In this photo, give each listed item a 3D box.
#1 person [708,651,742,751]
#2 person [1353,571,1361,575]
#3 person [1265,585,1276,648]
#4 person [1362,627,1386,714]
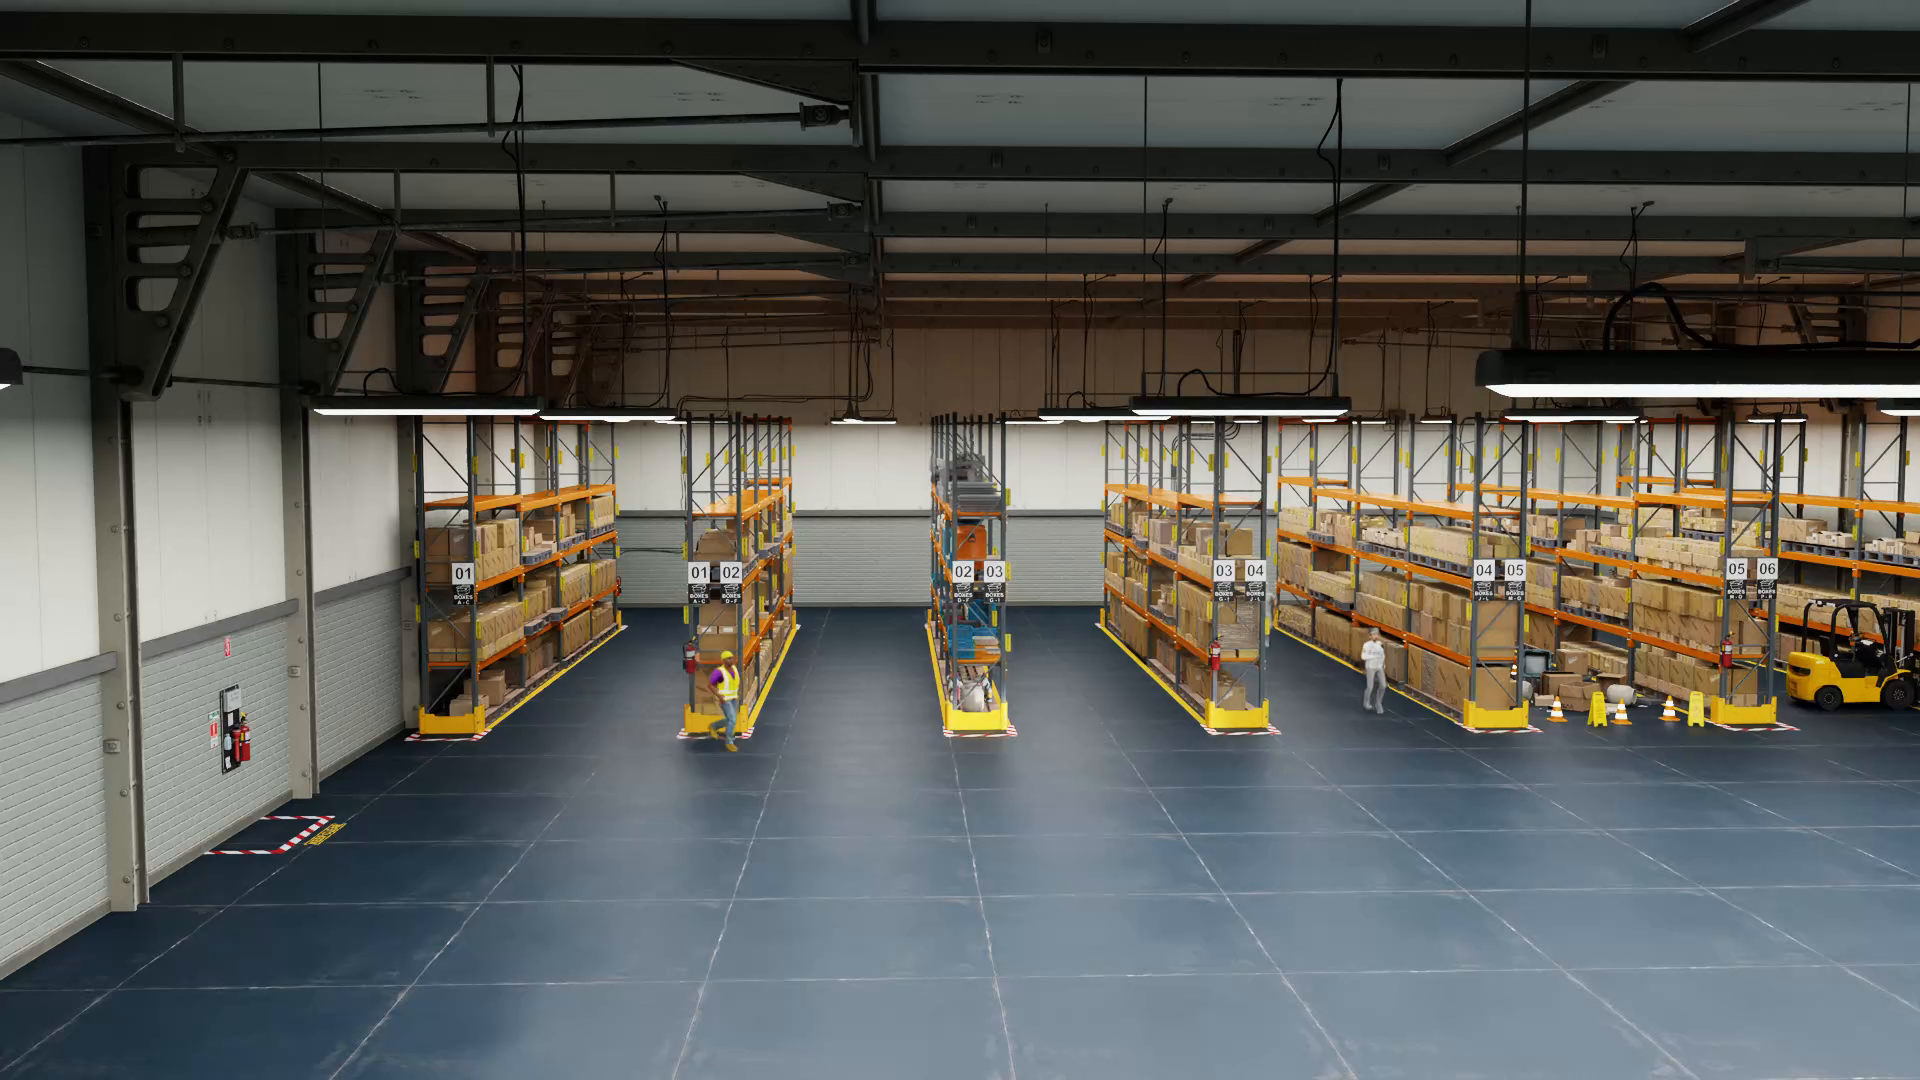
[{"bbox_3d":[-4.203,2.841,29.643,0.750,1.763,0.715,3,5,33],"label":"person"},{"bbox_3d":[11.092,1.709,46.459,0.547,1.738,0.842,0,4,-6],"label":"person"},{"bbox_3d":[7.966,1.960,43.367,0.571,1.674,0.709,0,4,6],"label":"person"},{"bbox_3d":[8.316,2.618,33.310,0.592,1.740,0.684,-1,4,-11],"label":"person"}]
